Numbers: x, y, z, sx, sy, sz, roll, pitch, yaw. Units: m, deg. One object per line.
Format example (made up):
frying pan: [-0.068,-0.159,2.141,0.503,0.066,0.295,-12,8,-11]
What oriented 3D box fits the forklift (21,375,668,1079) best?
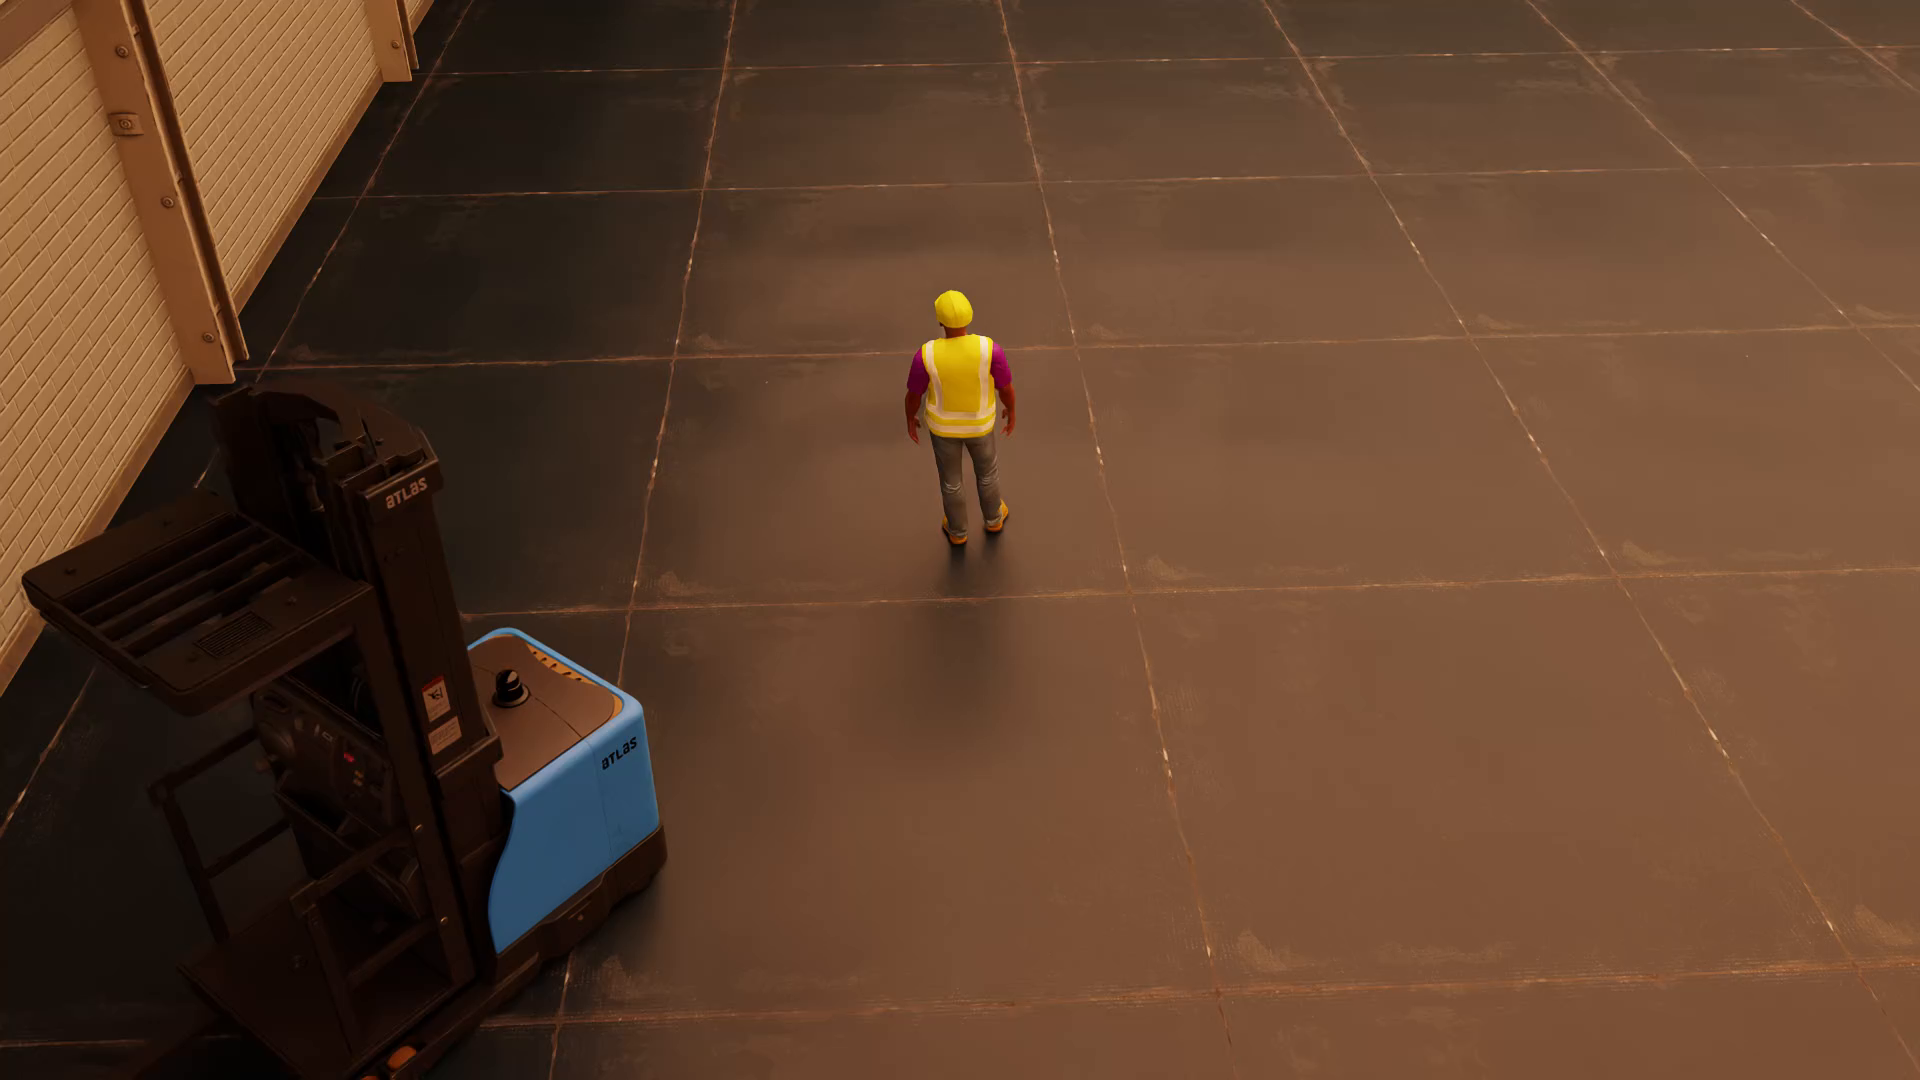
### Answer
forklift: [-2.747,0.945,6.714,1.130,2.935,3.031,25,43,30]

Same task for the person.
person: [0.001,-0.761,10.033,0.666,1.768,0.575,-2,36,-2]
